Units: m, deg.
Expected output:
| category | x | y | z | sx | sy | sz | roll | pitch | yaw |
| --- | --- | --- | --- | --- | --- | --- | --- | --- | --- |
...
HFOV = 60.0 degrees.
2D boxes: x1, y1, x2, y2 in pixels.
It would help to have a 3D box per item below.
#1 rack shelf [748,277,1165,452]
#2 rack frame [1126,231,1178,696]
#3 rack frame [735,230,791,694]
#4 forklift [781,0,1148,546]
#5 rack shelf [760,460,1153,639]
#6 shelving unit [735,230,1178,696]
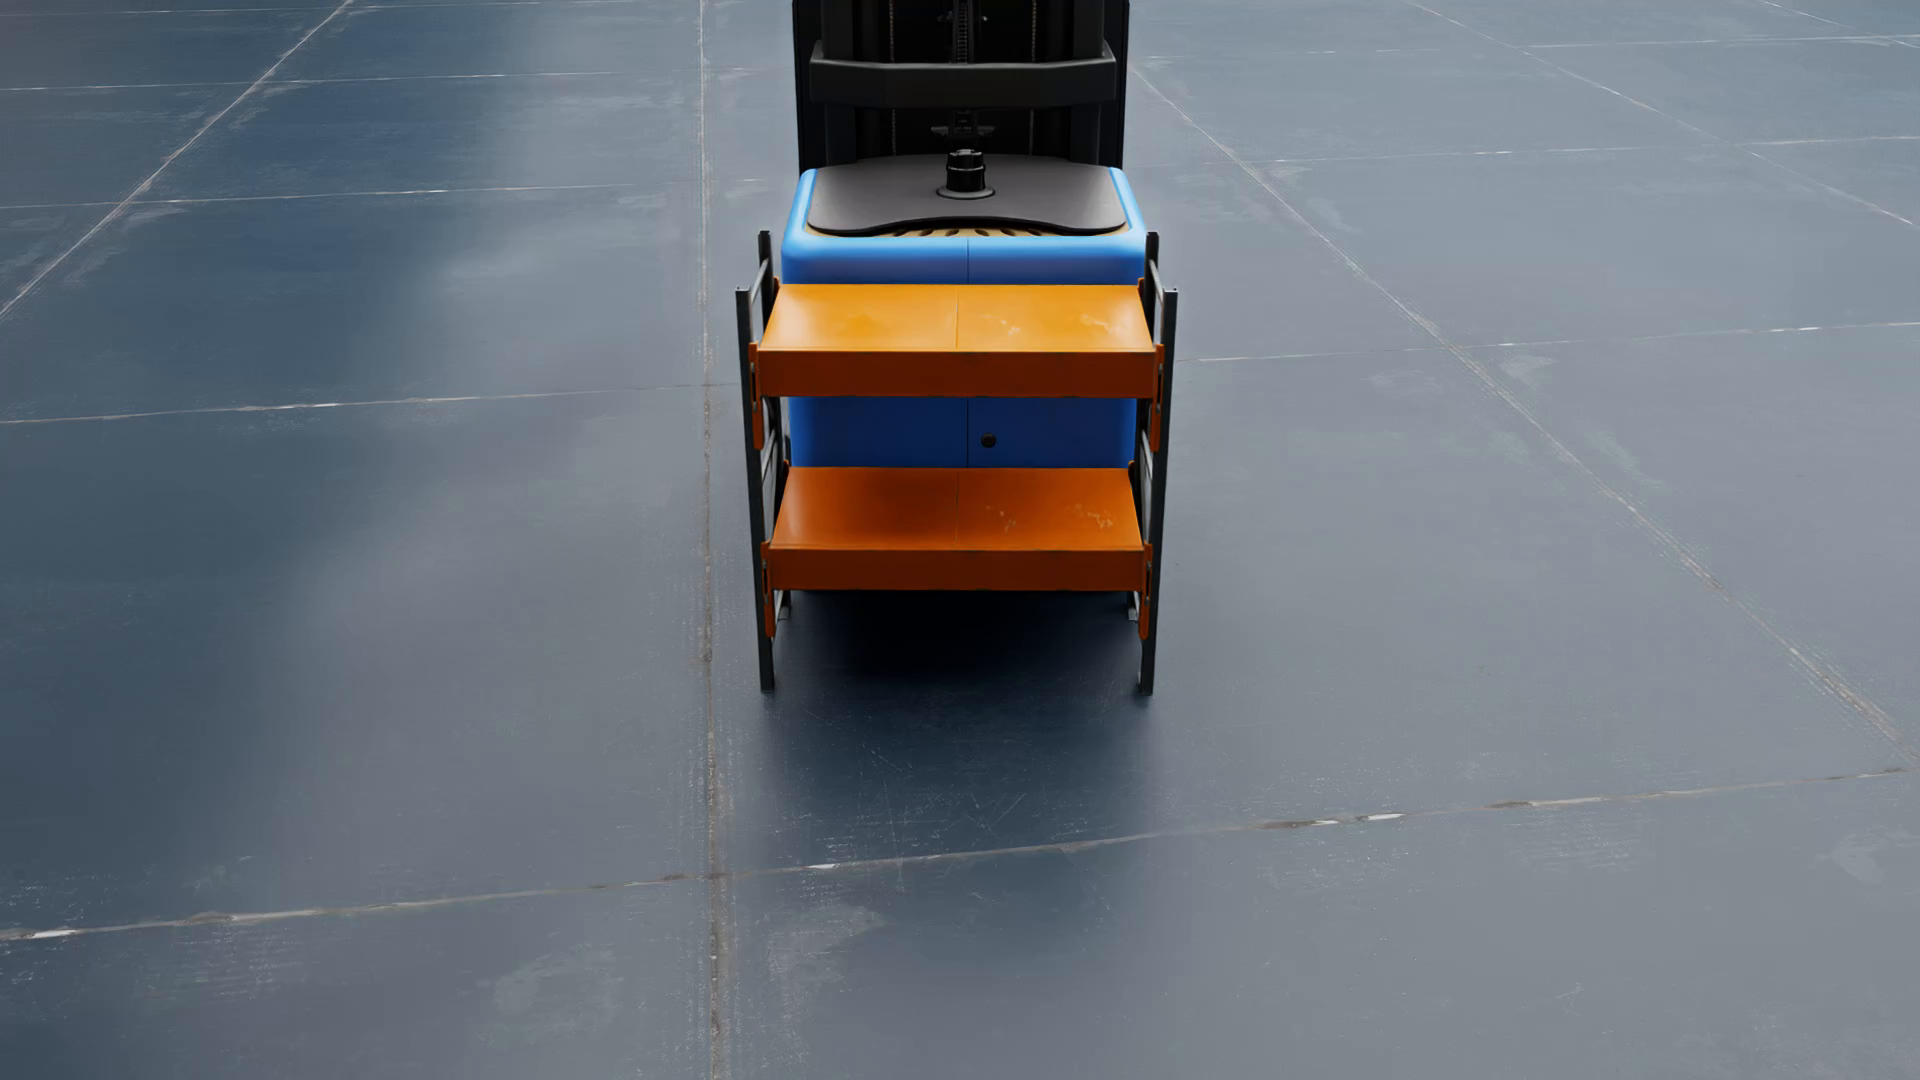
| category | x | y | z | sx | sy | sz | roll | pitch | yaw |
| --- | --- | --- | --- | --- | --- | --- | --- | --- | --- |
| rack shelf | -0.006 | -0.461 | 4.276 | 1.000 | 0.278 | 0.538 | 0 | 27 | 0 |
| rack frame | 0.502 | -0.199 | 4.405 | 0.032 | 1.125 | 0.500 | 0 | 27 | 0 |
| rack frame | -0.515 | -0.203 | 4.414 | 0.032 | 1.125 | 0.500 | 0 | 27 | 0 |
| forklift | -0.002 | -1.828 | 5.602 | 1.130 | 2.935 | 3.031 | 0 | 27 | -1 |
| rack shelf | -0.006 | 0.017 | 4.521 | 1.000 | 0.278 | 0.538 | 0 | 27 | 0 |
| shelving unit | -0.006 | -0.201 | 4.409 | 1.048 | 1.125 | 0.538 | 0 | 27 | 0 |
